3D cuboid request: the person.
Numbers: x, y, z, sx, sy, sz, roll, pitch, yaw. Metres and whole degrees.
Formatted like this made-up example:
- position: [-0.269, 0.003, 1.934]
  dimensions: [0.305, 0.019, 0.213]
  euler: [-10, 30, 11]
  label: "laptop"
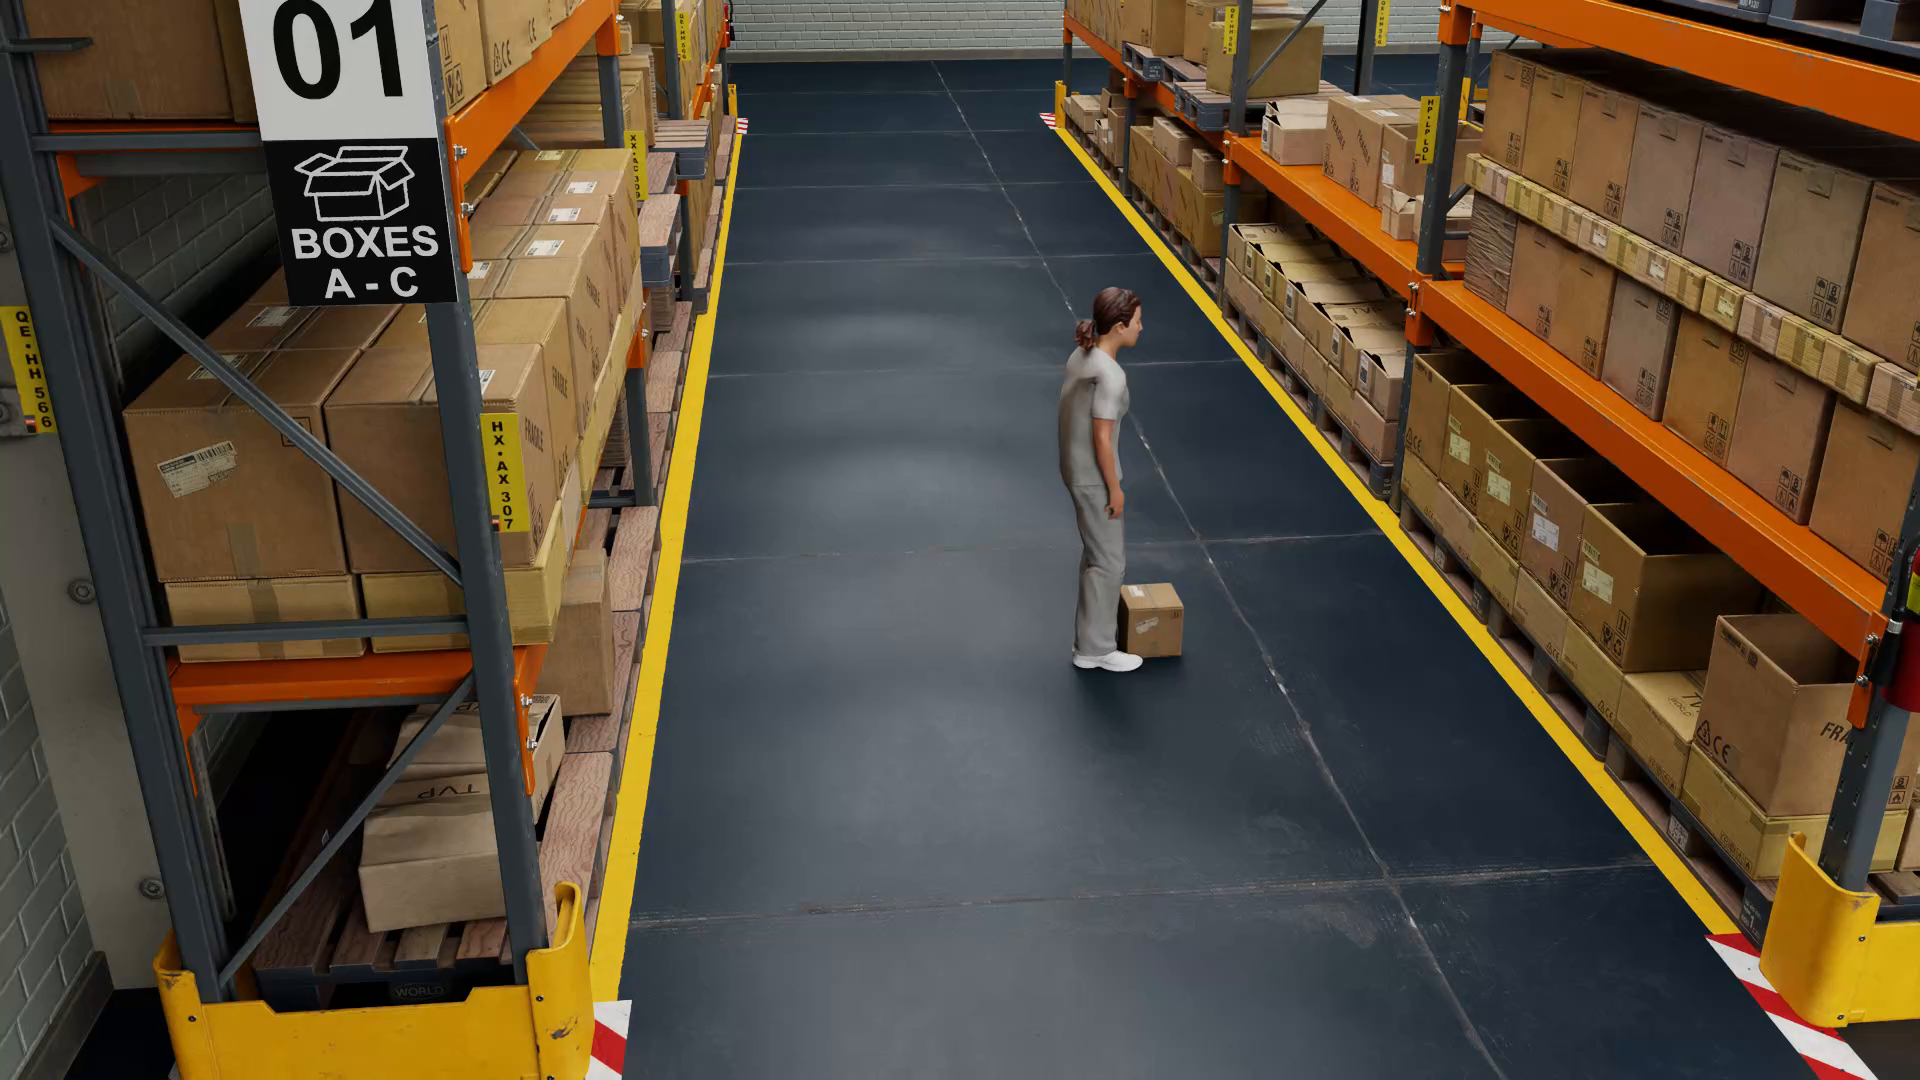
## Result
- position: [0.636, -0.272, 7.221]
  dimensions: [0.416, 1.671, 0.502]
  euler: [-3, 24, -8]
  label: "person"
